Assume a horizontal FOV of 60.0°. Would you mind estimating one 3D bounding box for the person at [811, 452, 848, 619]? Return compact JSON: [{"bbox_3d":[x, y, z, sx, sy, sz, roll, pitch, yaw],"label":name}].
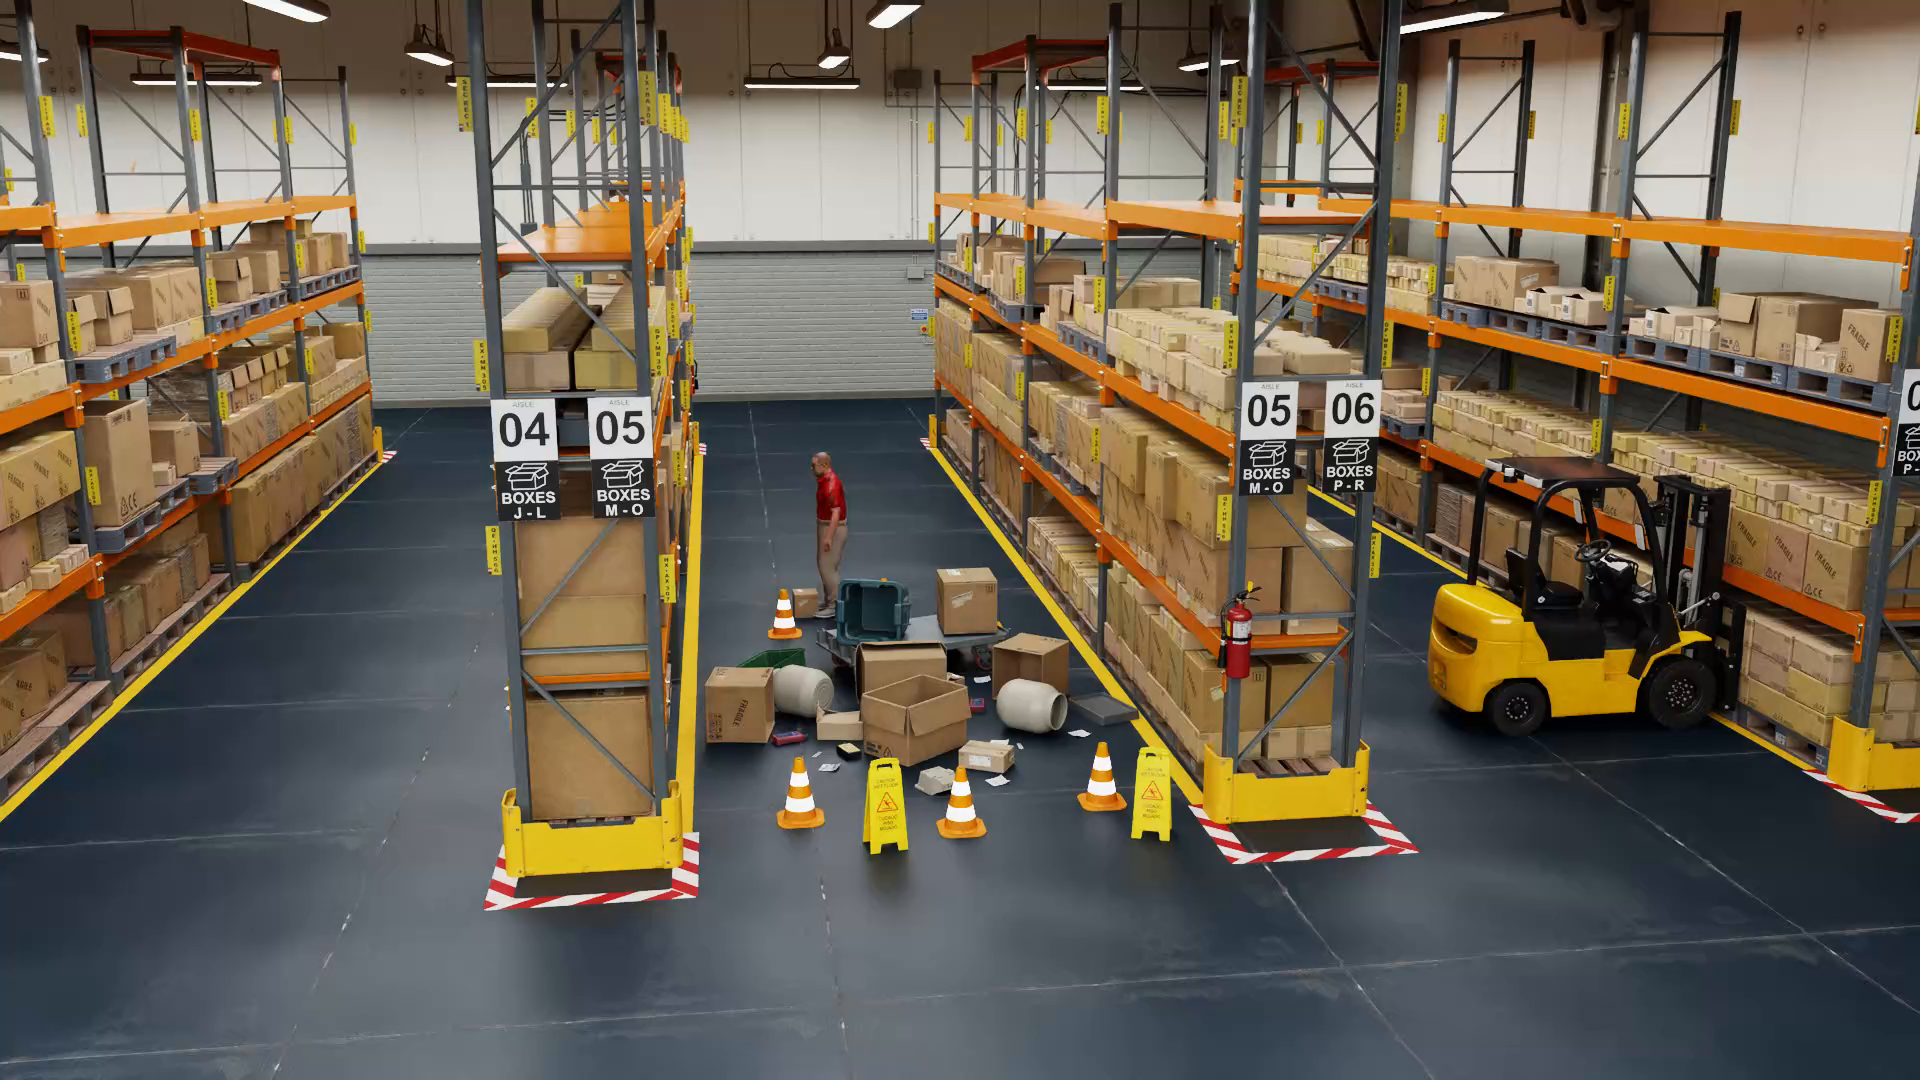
[{"bbox_3d":[-1.368,-0.068,17.306,0.384,1.728,0.602,-2,13,-11],"label":"person"}]
